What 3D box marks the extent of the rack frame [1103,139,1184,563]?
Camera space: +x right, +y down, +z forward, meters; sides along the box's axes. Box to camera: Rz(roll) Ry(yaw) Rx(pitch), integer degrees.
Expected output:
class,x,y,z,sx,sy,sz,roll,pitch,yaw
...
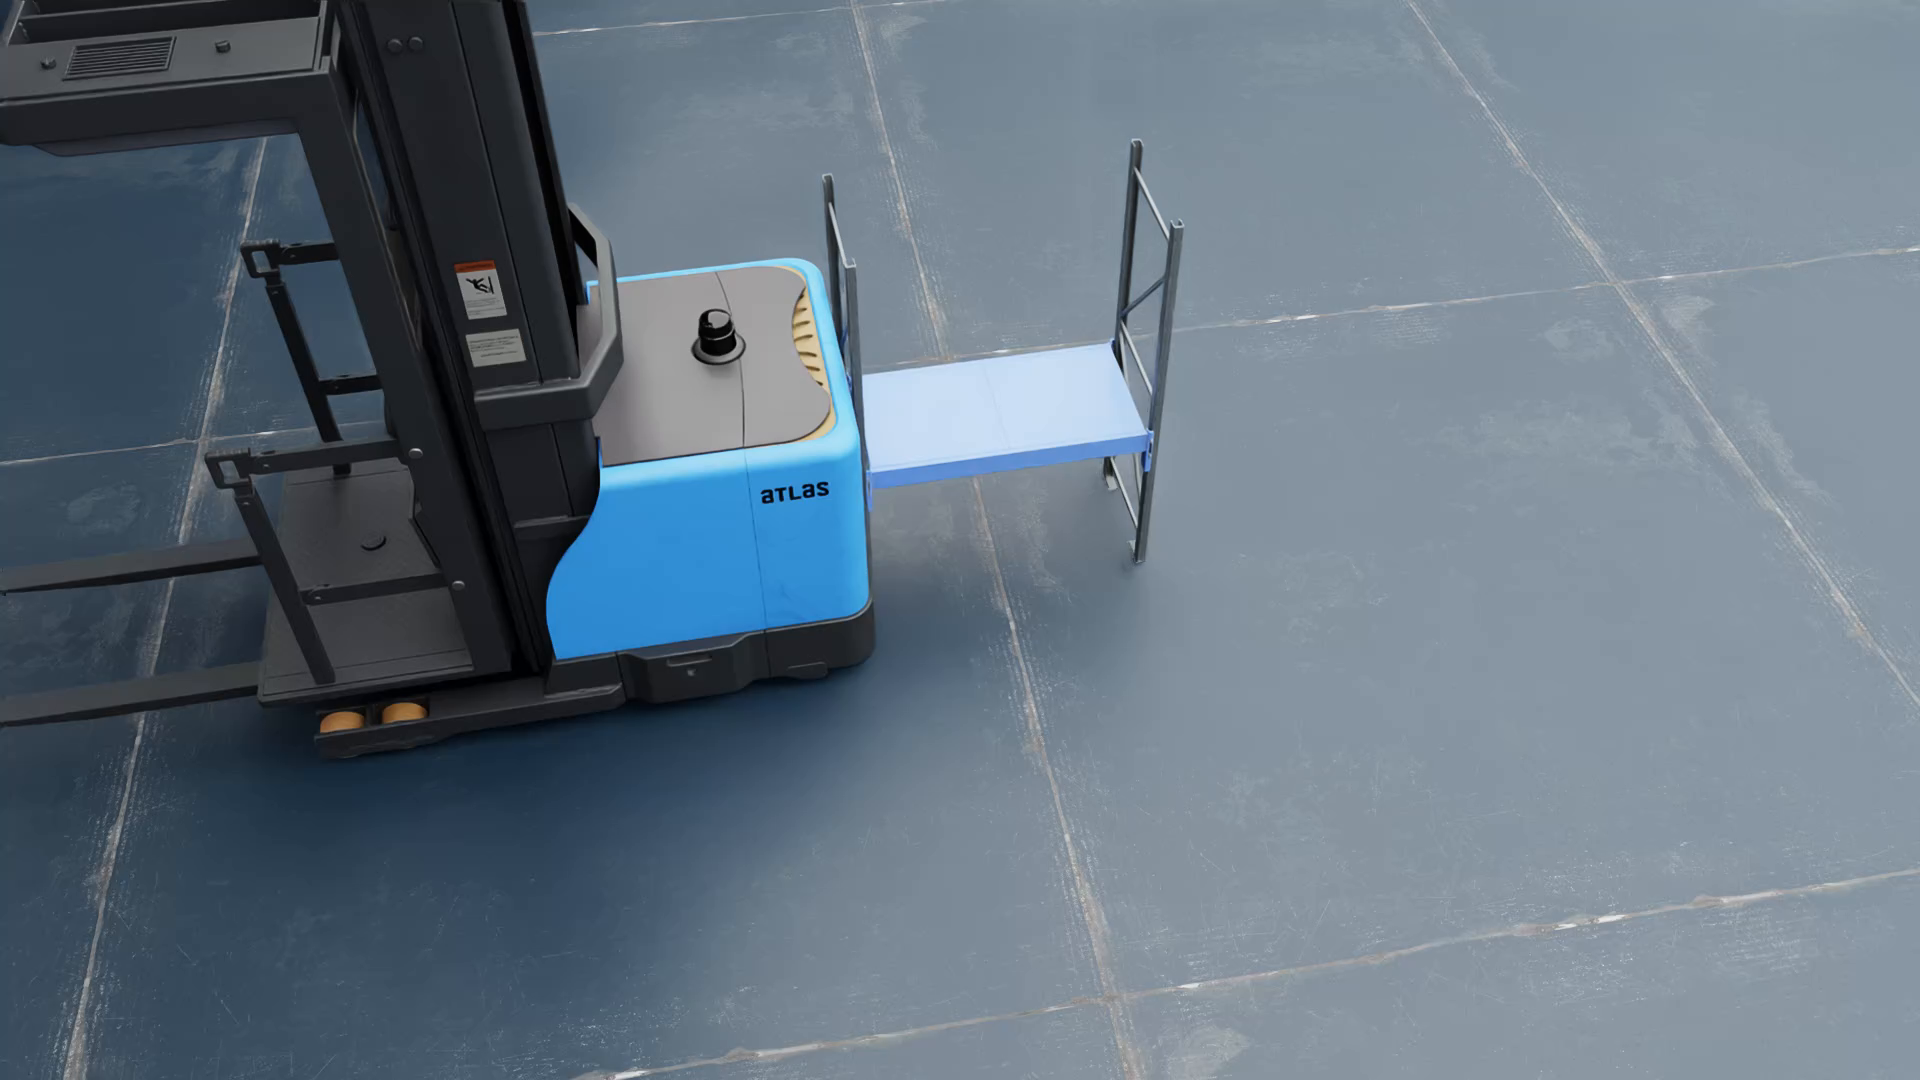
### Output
class,x,y,z,sx,sy,sz,roll,pitch,yaw
rack frame,0.623,-0.612,5.799,0.032,1.500,0.500,-8,47,-8

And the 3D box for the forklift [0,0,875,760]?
class,x,y,z,sx,sy,sz,roll,pitch,yaw
forklift,-1.865,-0.706,4.895,3.031,2.935,1.130,-8,47,-8

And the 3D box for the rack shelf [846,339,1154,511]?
class,x,y,z,sx,sy,sz,roll,pitch,yaw
rack shelf,0.124,-0.415,5.858,1.000,0.185,0.538,-8,47,-8

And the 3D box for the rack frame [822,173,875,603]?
class,x,y,z,sx,sy,sz,roll,pitch,yaw
rack frame,-0.374,-0.468,5.659,0.032,1.500,0.500,-8,47,-8

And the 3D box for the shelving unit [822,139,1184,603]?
class,x,y,z,sx,sy,sz,roll,pitch,yaw
shelving unit,0.124,-0.540,5.729,1.048,1.500,0.538,-8,47,-8
